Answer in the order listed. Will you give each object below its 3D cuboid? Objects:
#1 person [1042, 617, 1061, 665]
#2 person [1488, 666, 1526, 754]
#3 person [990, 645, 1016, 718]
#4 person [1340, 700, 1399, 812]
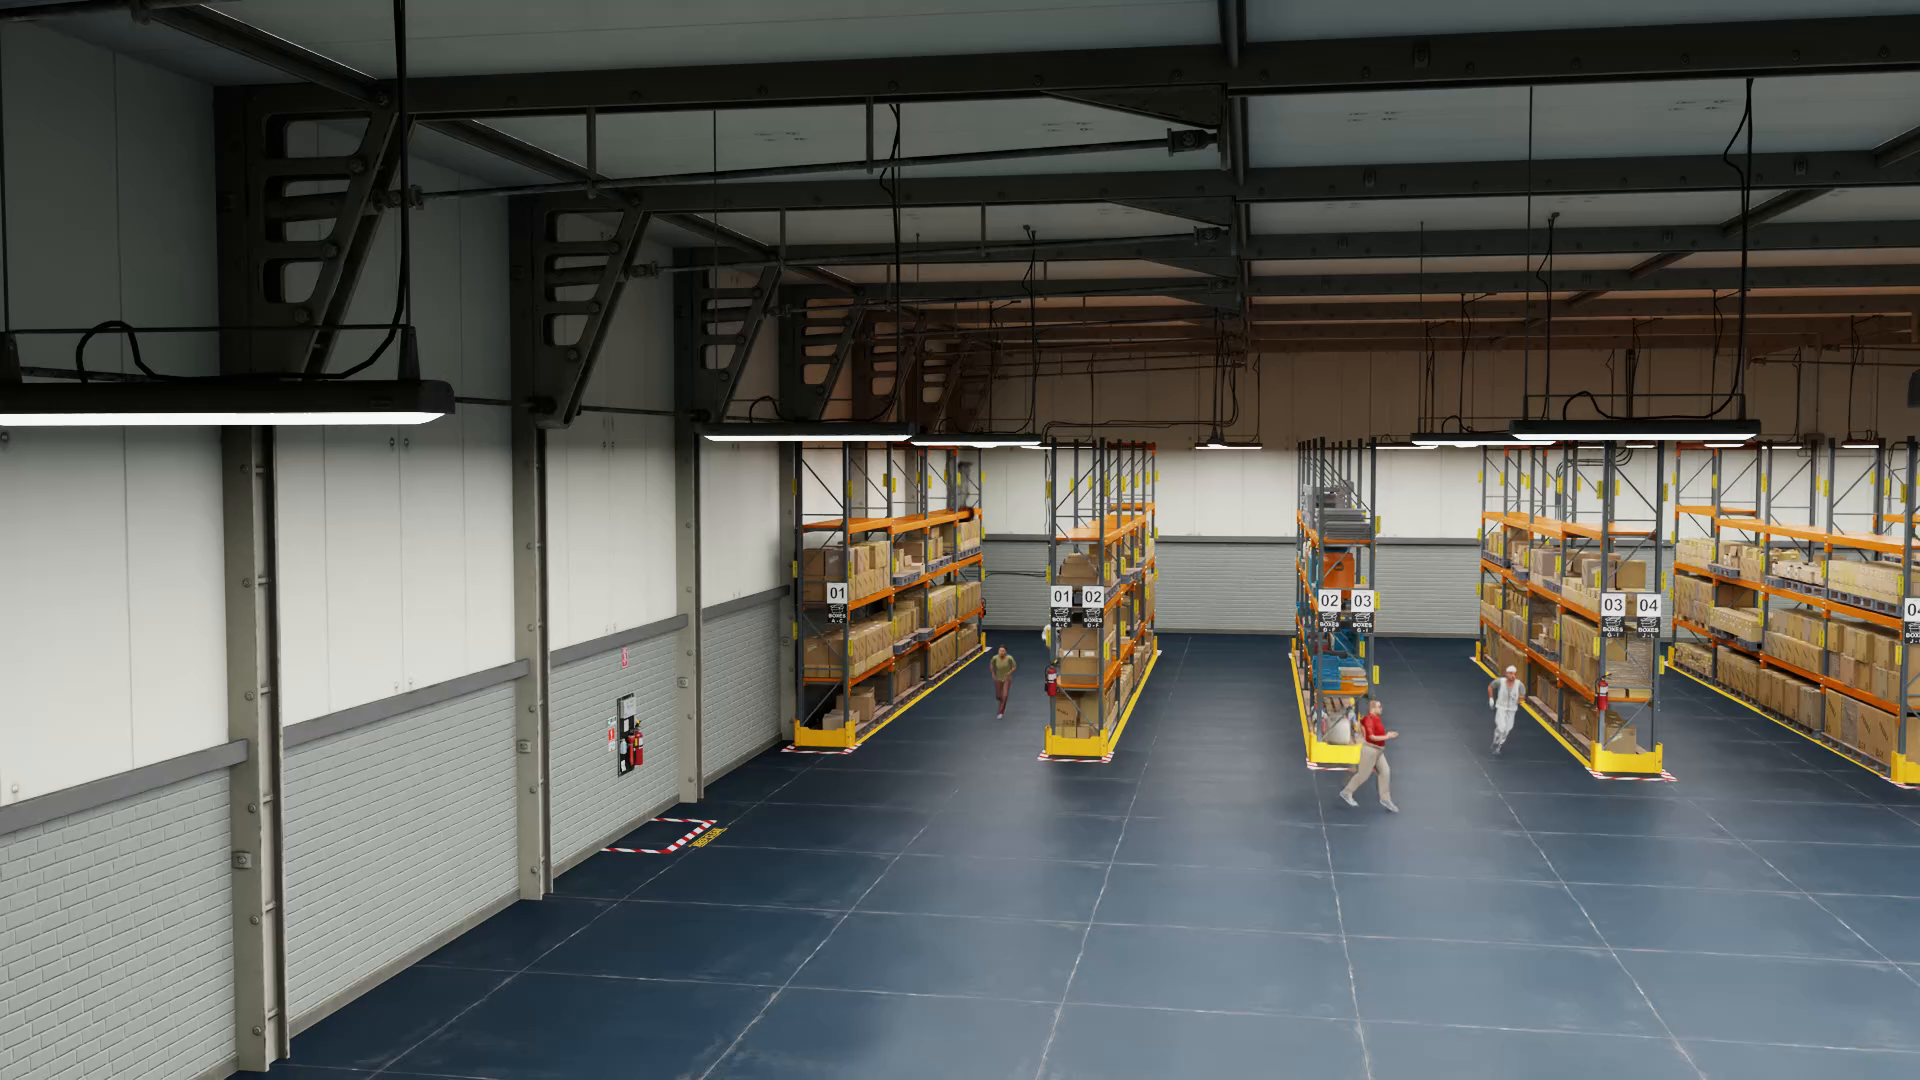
[{"bbox_3d":[2.396,2.713,42.239,0.655,1.628,0.978,0,3,2],"label":"person"},{"bbox_3d":[10.299,3.197,31.287,0.628,1.706,0.680,0,3,3],"label":"person"},{"bbox_3d":[0.935,3.044,35.926,0.573,1.602,0.705,0,3,5],"label":"person"},{"bbox_3d":[6.558,3.436,26.600,0.915,1.768,0.642,2,3,28],"label":"person"}]
